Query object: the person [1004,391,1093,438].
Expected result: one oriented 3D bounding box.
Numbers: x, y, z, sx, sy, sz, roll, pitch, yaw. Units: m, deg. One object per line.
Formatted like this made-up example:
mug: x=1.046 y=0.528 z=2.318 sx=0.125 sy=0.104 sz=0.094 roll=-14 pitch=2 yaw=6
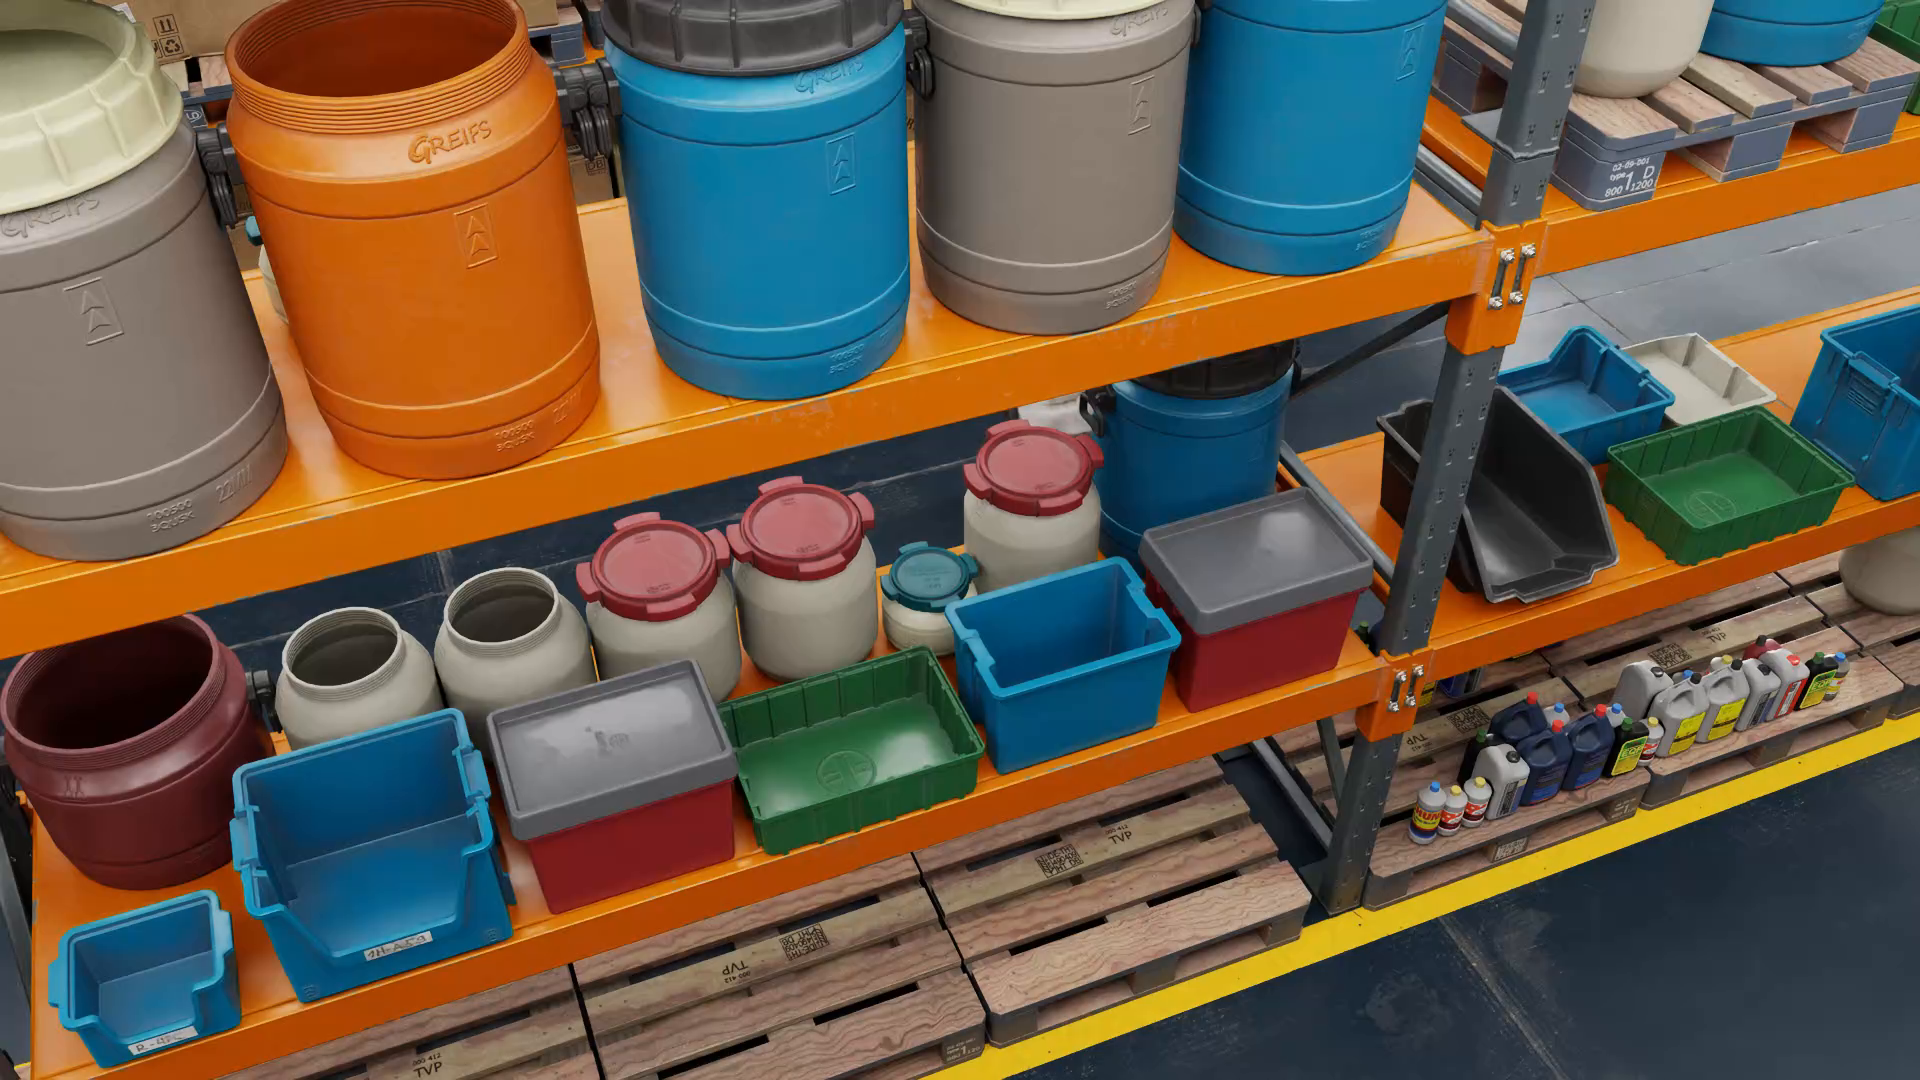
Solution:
person: x=0.358 y=-0.567 z=6.782 sx=0.494 sy=1.766 sz=0.572 roll=-15 pitch=44 yaw=-16
